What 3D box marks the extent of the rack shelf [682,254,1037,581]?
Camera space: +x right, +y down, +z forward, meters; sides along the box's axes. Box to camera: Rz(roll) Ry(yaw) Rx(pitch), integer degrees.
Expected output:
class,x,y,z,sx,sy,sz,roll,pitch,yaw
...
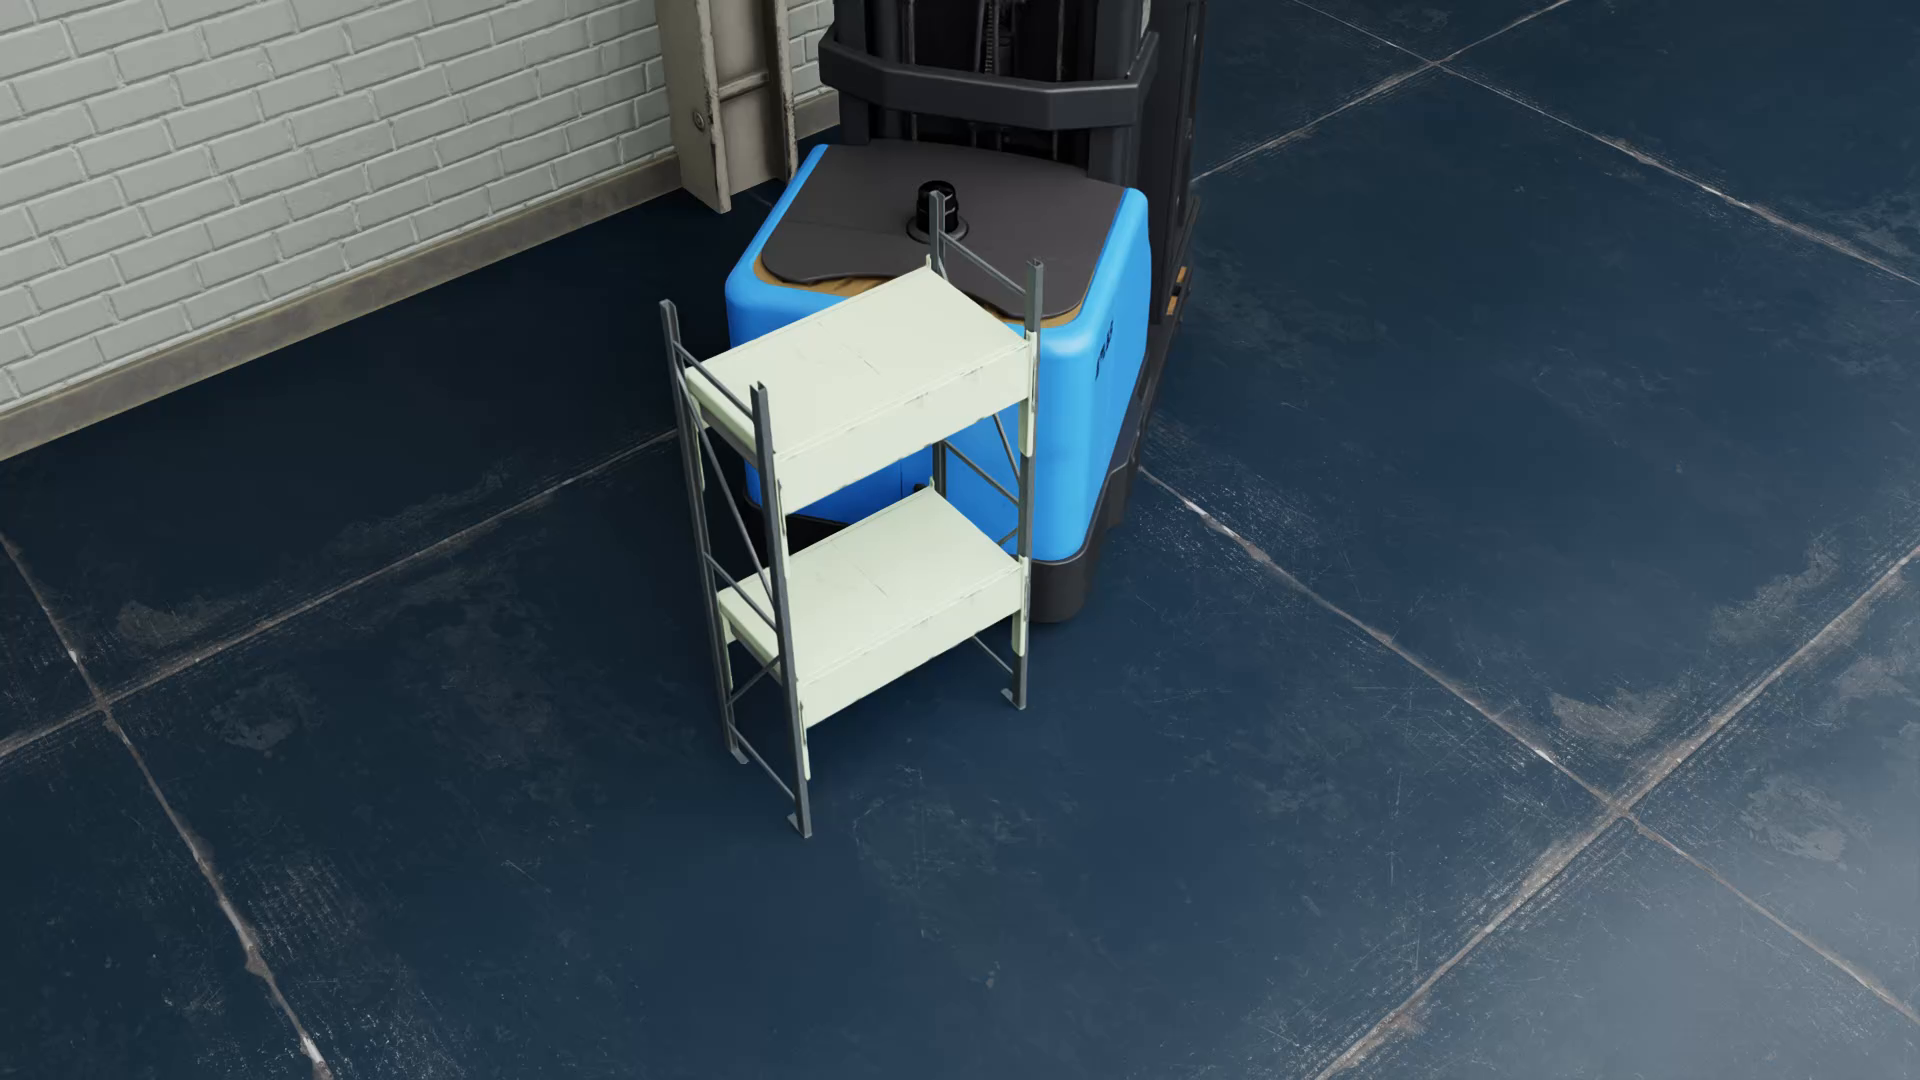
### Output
class,x,y,z,sx,sy,sz,roll,pitch,yaw
rack shelf,-0.233,-0.303,3.907,0.720,0.370,0.431,-28,50,-26

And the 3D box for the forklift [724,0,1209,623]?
class,x,y,z,sx,sy,sz,roll,pitch,yaw
forklift,0.235,-1.850,5.079,1.130,2.935,3.031,11,44,11

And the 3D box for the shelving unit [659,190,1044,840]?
class,x,y,z,sx,sy,sz,roll,pitch,yaw
shelving unit,-0.233,-0.019,4.174,0.755,1.500,0.431,-28,50,-26

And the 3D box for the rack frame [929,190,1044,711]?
class,x,y,z,sx,sy,sz,roll,pitch,yaw
rack frame,0.057,-0.172,4.337,0.023,1.500,0.400,-28,50,-26

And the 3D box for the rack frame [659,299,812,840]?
class,x,y,z,sx,sy,sz,roll,pitch,yaw
rack frame,-0.523,0.134,4.011,0.023,1.500,0.400,-28,50,-26

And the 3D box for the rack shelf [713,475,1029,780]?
class,x,y,z,sx,sy,sz,roll,pitch,yaw
rack shelf,-0.233,0.219,4.397,0.720,0.370,0.431,-28,50,-26

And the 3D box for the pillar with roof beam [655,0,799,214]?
class,x,y,z,sx,sy,sz,roll,pitch,yaw
pillar with roof beam,1.859,-2.487,1.325,0.400,9.000,9.100,-30,51,-28
